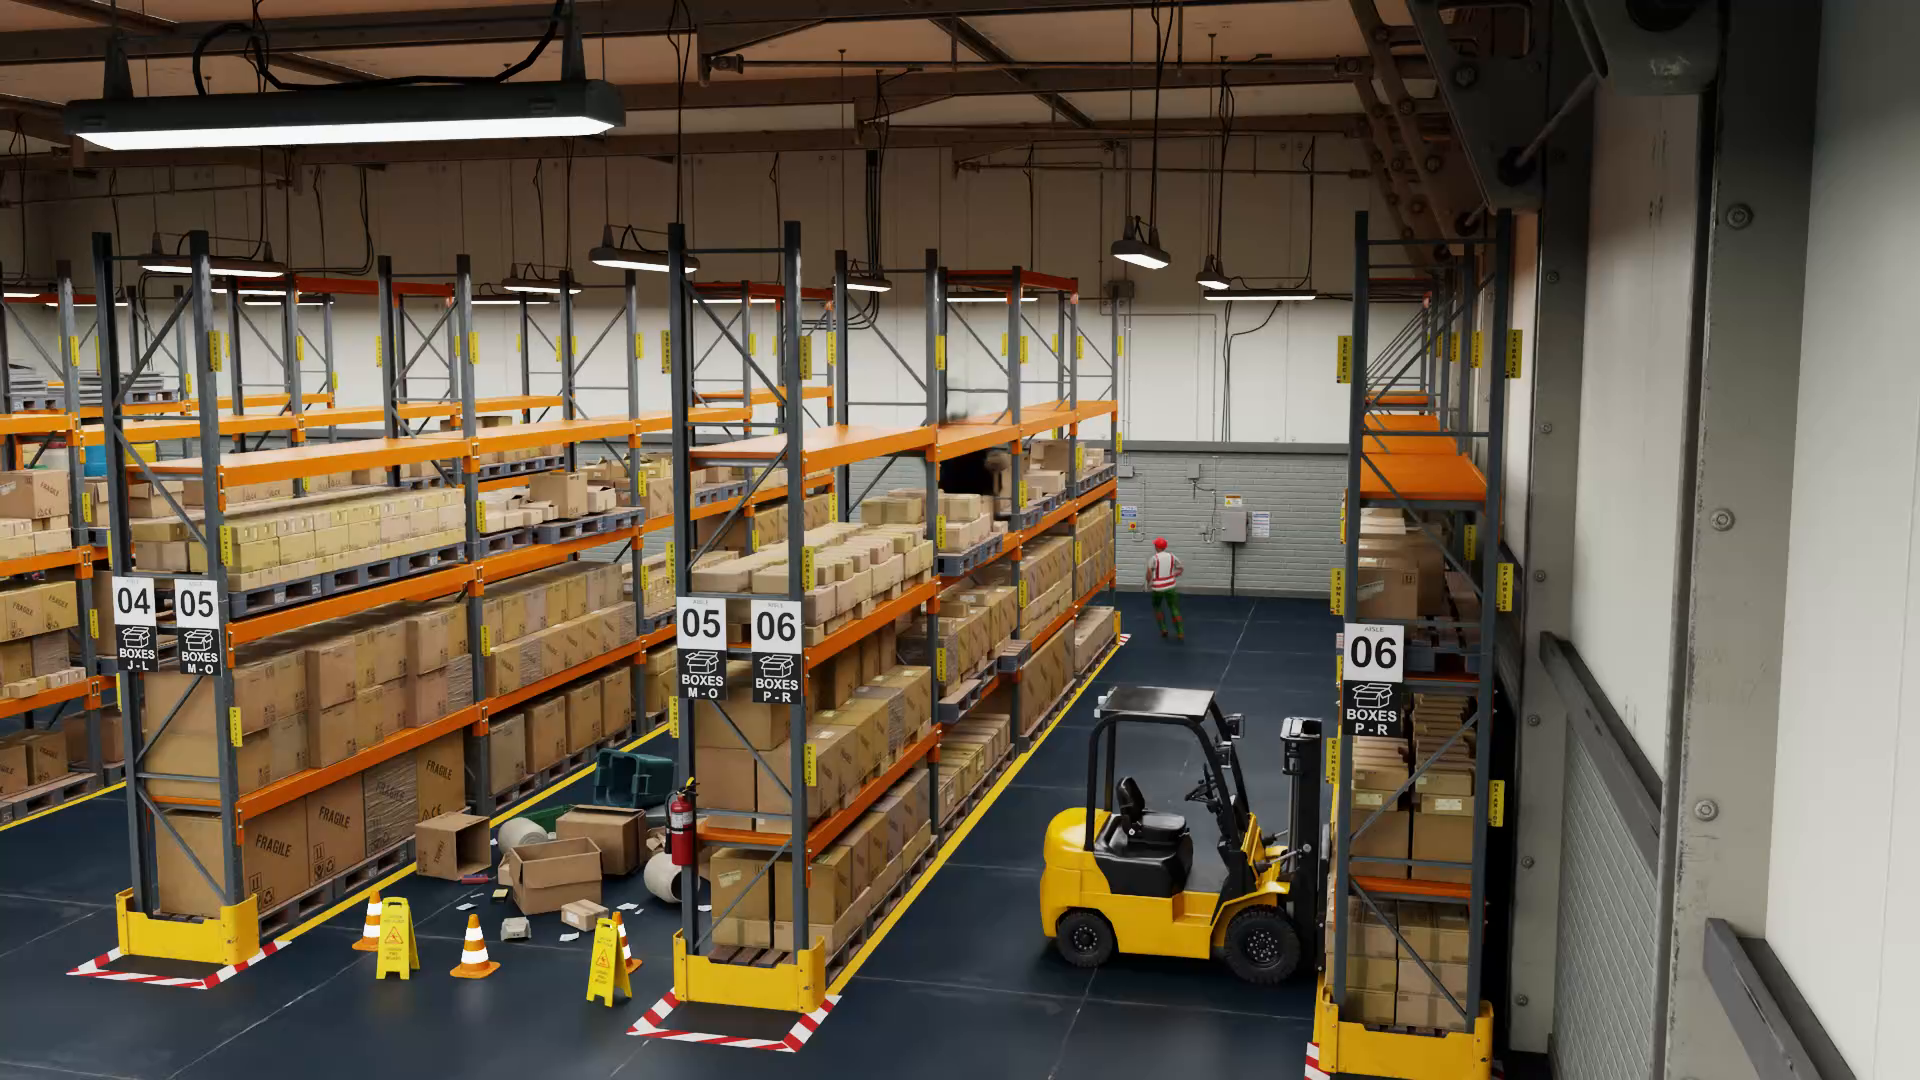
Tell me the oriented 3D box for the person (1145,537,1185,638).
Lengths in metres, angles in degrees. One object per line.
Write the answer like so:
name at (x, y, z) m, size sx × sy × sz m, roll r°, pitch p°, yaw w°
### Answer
person at (3.459, 0.845, 28.349) m, size 0.718 × 1.801 × 0.697 m, roll -1°, pitch 7°, yaw -11°
